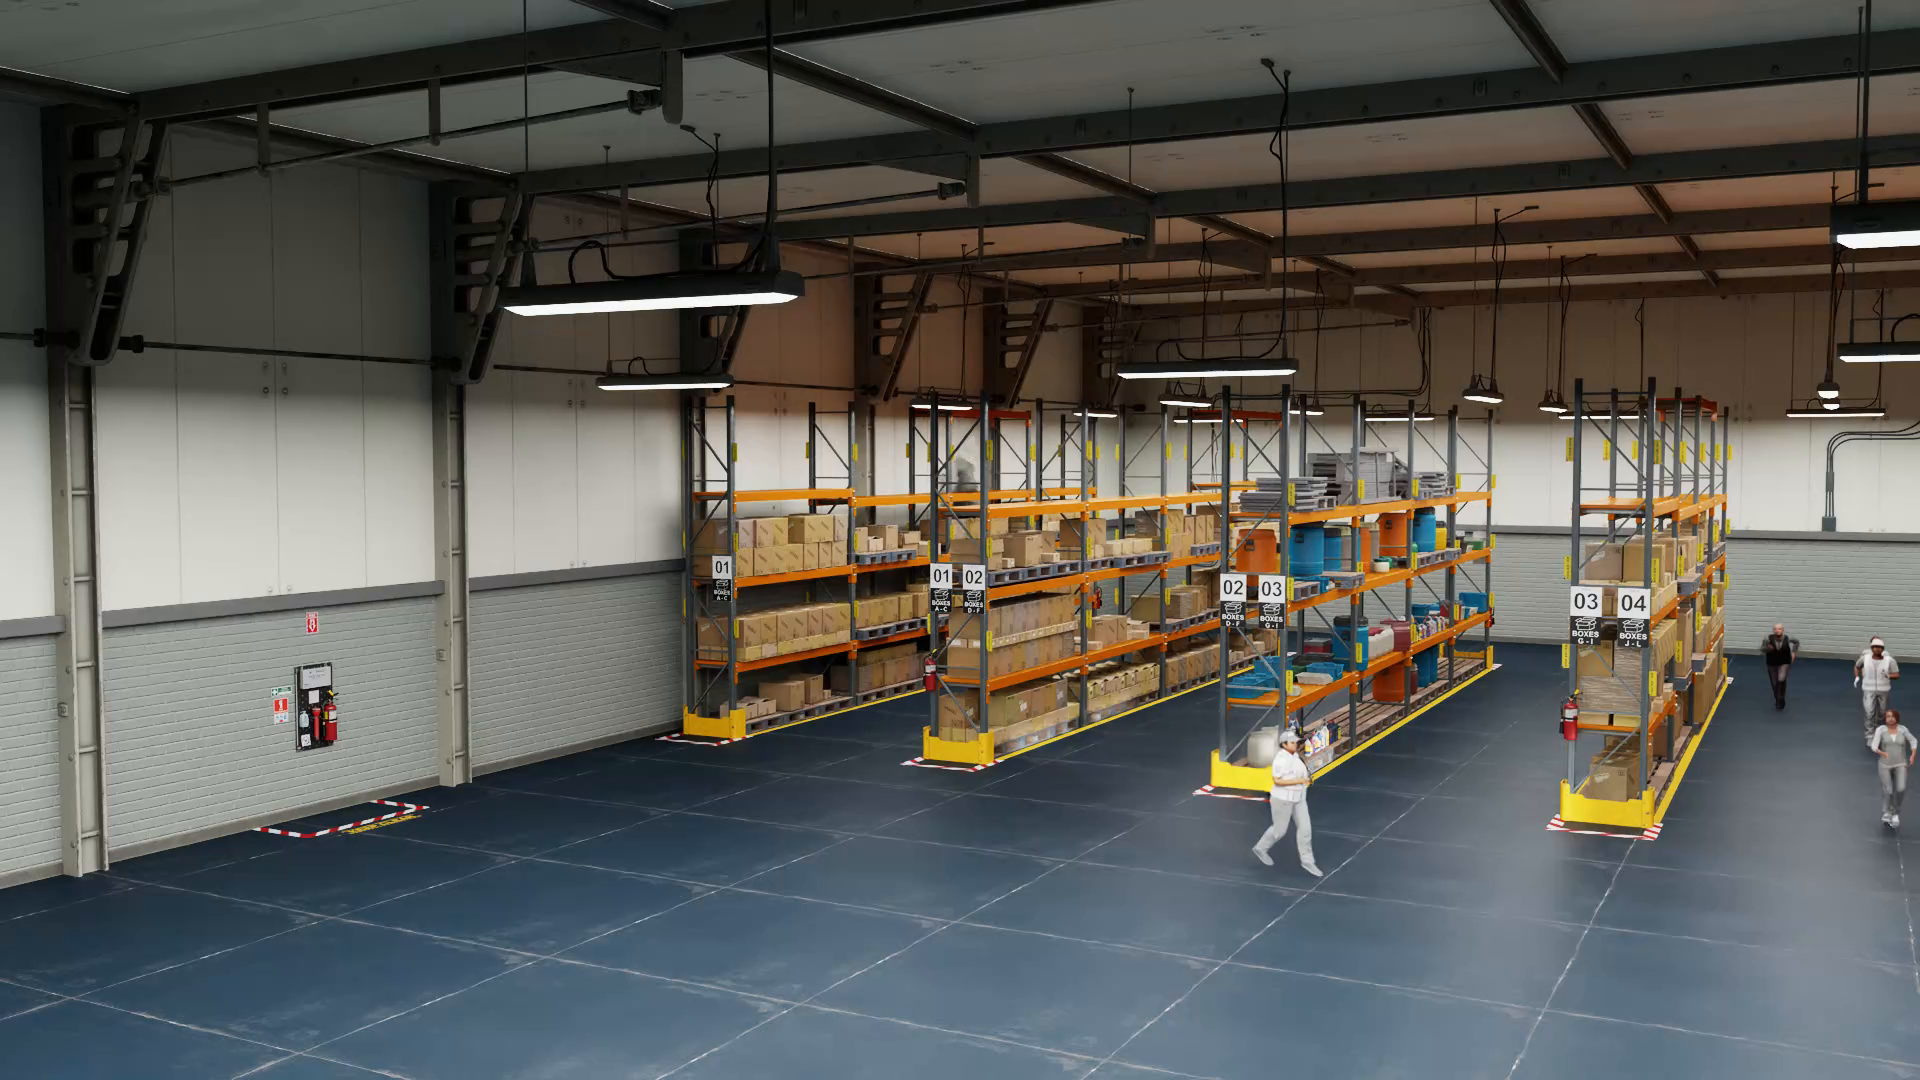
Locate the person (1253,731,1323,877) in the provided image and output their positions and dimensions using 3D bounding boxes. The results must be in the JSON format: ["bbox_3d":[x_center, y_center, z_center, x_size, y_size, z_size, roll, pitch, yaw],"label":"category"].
[{"bbox_3d":[3.898,3.113,19.789,0.602,1.689,0.886,-3,4,-44],"label":"person"}]

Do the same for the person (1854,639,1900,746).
[{"bbox_3d":[15.675,2.582,28.454,0.673,1.770,0.997,2,3,27],"label":"person"}]

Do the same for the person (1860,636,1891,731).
[{"bbox_3d":[16.650,2.584,30.214,0.534,1.683,1.109,1,3,24],"label":"person"}]

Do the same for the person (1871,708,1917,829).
[{"bbox_3d":[12.483,3.047,22.236,0.548,1.585,0.661,2,3,27],"label":"person"}]

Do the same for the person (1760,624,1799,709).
[{"bbox_3d":[15.929,2.449,32.342,0.641,1.654,0.892,2,4,35],"label":"person"}]
